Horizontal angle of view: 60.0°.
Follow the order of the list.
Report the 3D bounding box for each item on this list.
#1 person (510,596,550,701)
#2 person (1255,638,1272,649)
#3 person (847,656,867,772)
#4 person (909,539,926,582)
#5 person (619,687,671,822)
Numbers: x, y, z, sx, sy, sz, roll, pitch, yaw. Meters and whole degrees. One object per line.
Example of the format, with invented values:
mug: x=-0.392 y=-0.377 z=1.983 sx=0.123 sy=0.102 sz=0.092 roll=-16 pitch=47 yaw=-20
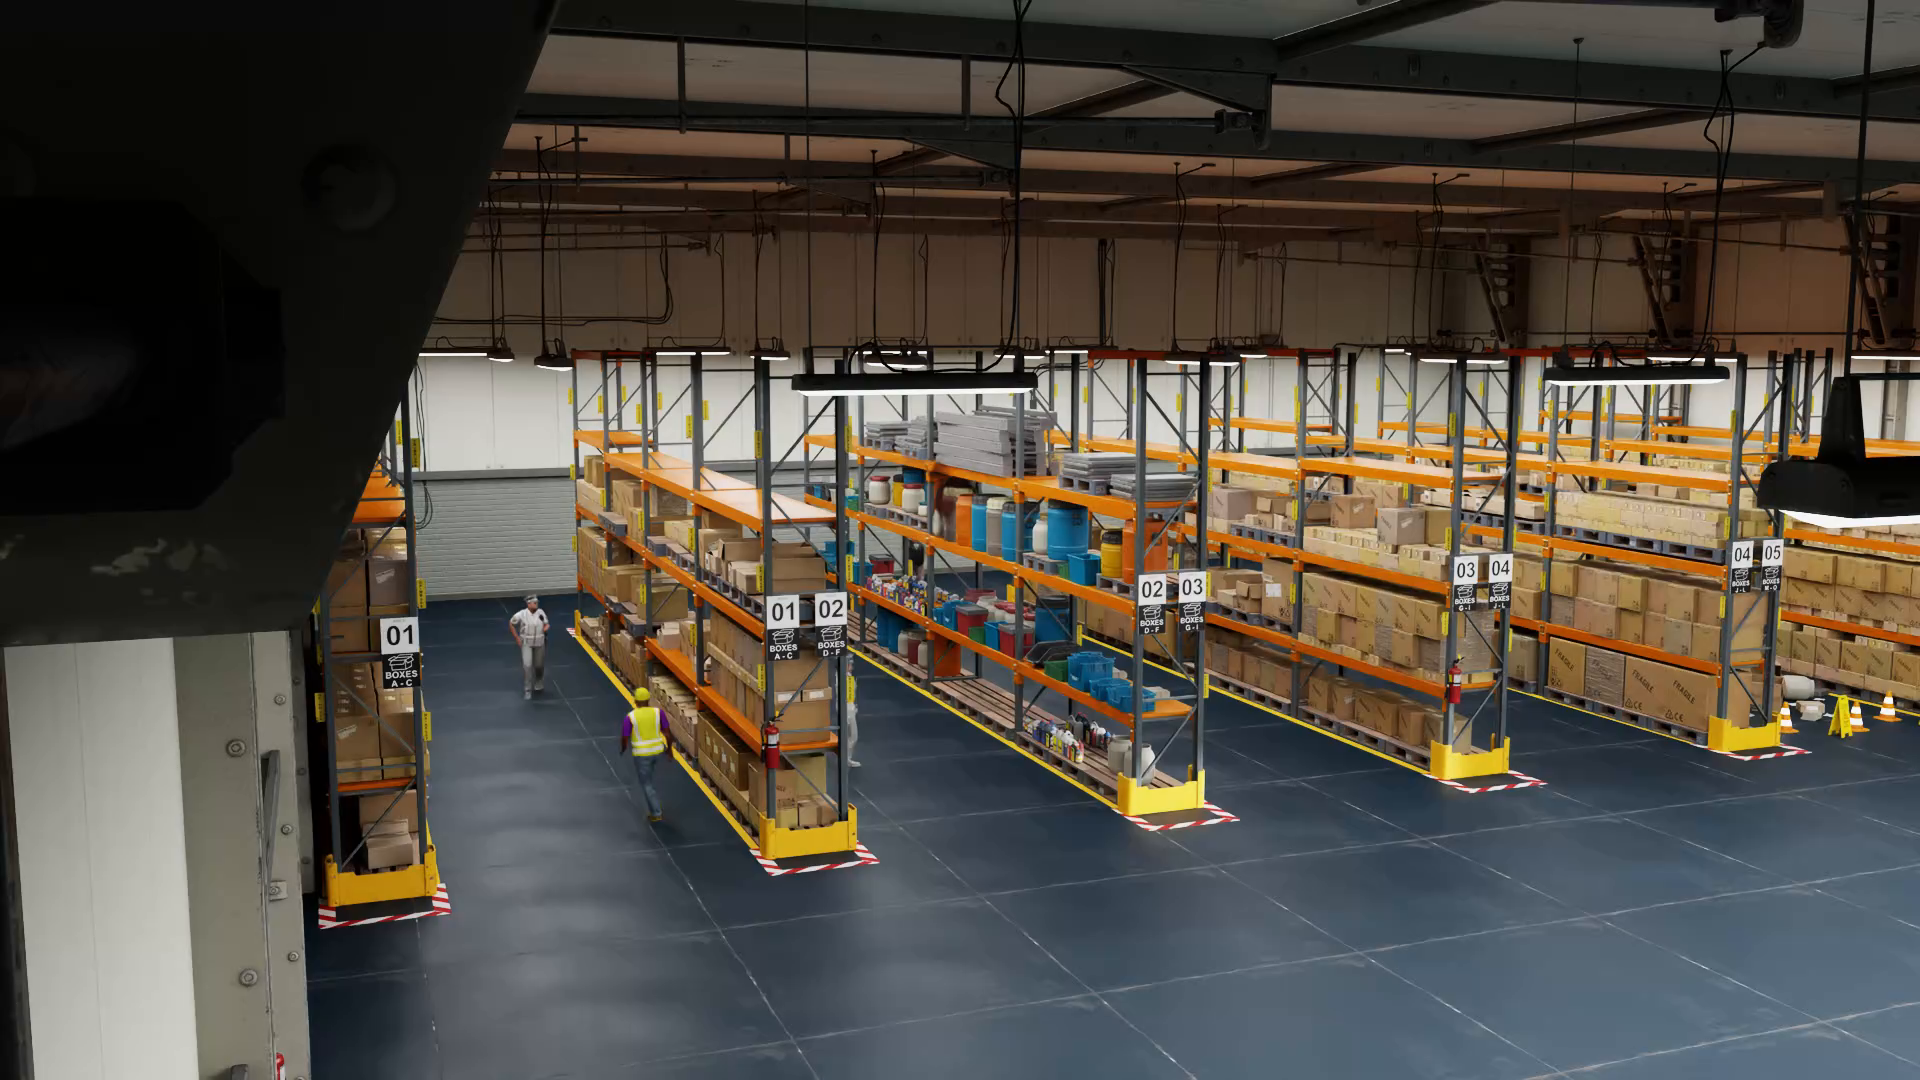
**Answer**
person: x=-7.504 y=1.869 z=29.066 sx=0.676 sy=1.806 sz=0.821 roll=-2 pitch=7 yaw=-16
person: x=5.990 y=1.482 z=32.188 sx=0.498 sy=1.728 sz=1.043 roll=-2 pitch=7 yaw=-18
person: x=-1.568 y=2.540 z=24.236 sx=0.404 sy=1.726 sz=0.524 roll=0 pitch=7 yaw=2
person: x=-1.038 y=0.604 z=39.321 sx=0.576 sy=1.690 sz=1.004 roll=-5 pitch=9 yaw=-34
person: x=-4.135 y=2.830 z=21.671 sx=0.658 sy=1.843 sz=0.571 roll=3 pitch=8 yaw=22
